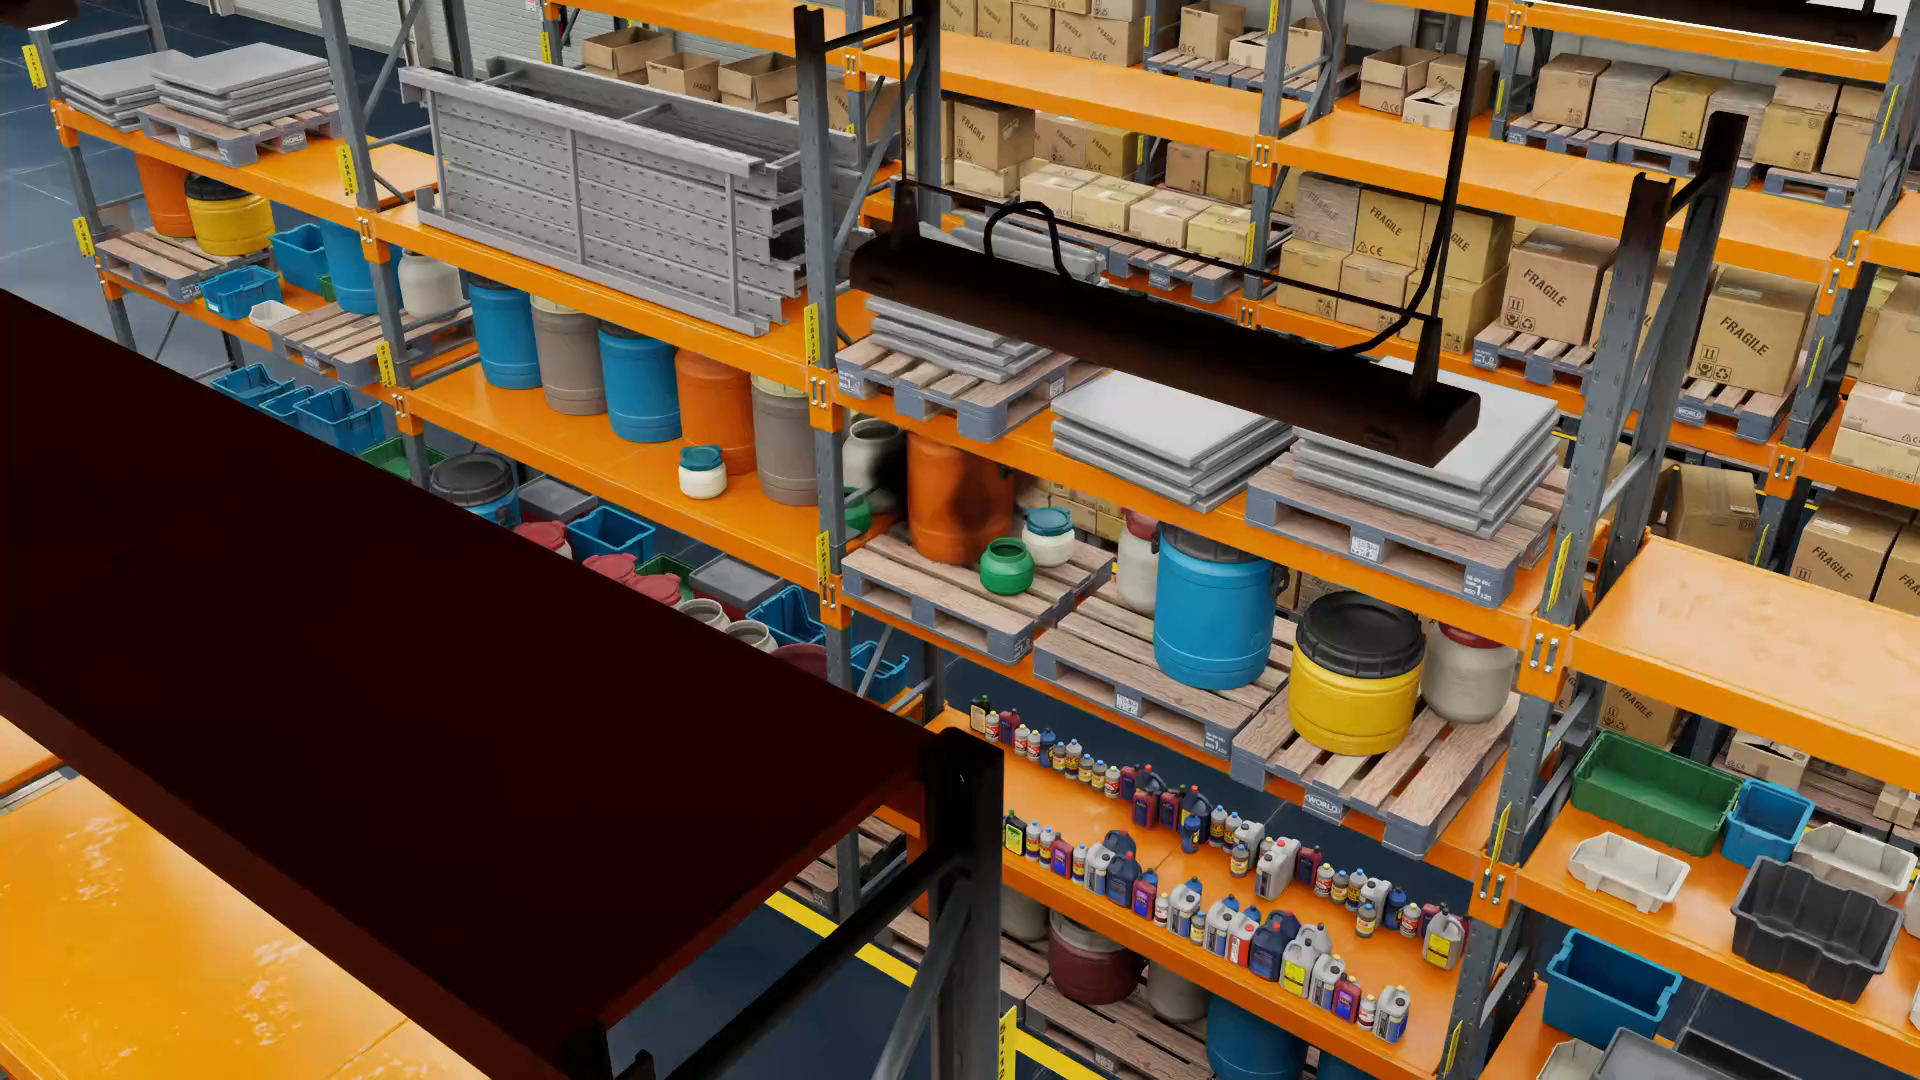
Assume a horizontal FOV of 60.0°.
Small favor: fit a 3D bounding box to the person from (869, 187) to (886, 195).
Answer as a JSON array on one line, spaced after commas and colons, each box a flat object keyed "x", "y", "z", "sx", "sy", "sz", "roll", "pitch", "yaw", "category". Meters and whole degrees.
[{"x": -1.100, "y": -3.878, "z": 19.931, "sx": 0.430, "sy": 1.793, "sz": 0.606, "roll": -22, "pitch": 38, "yaw": -32, "category": "person"}]
